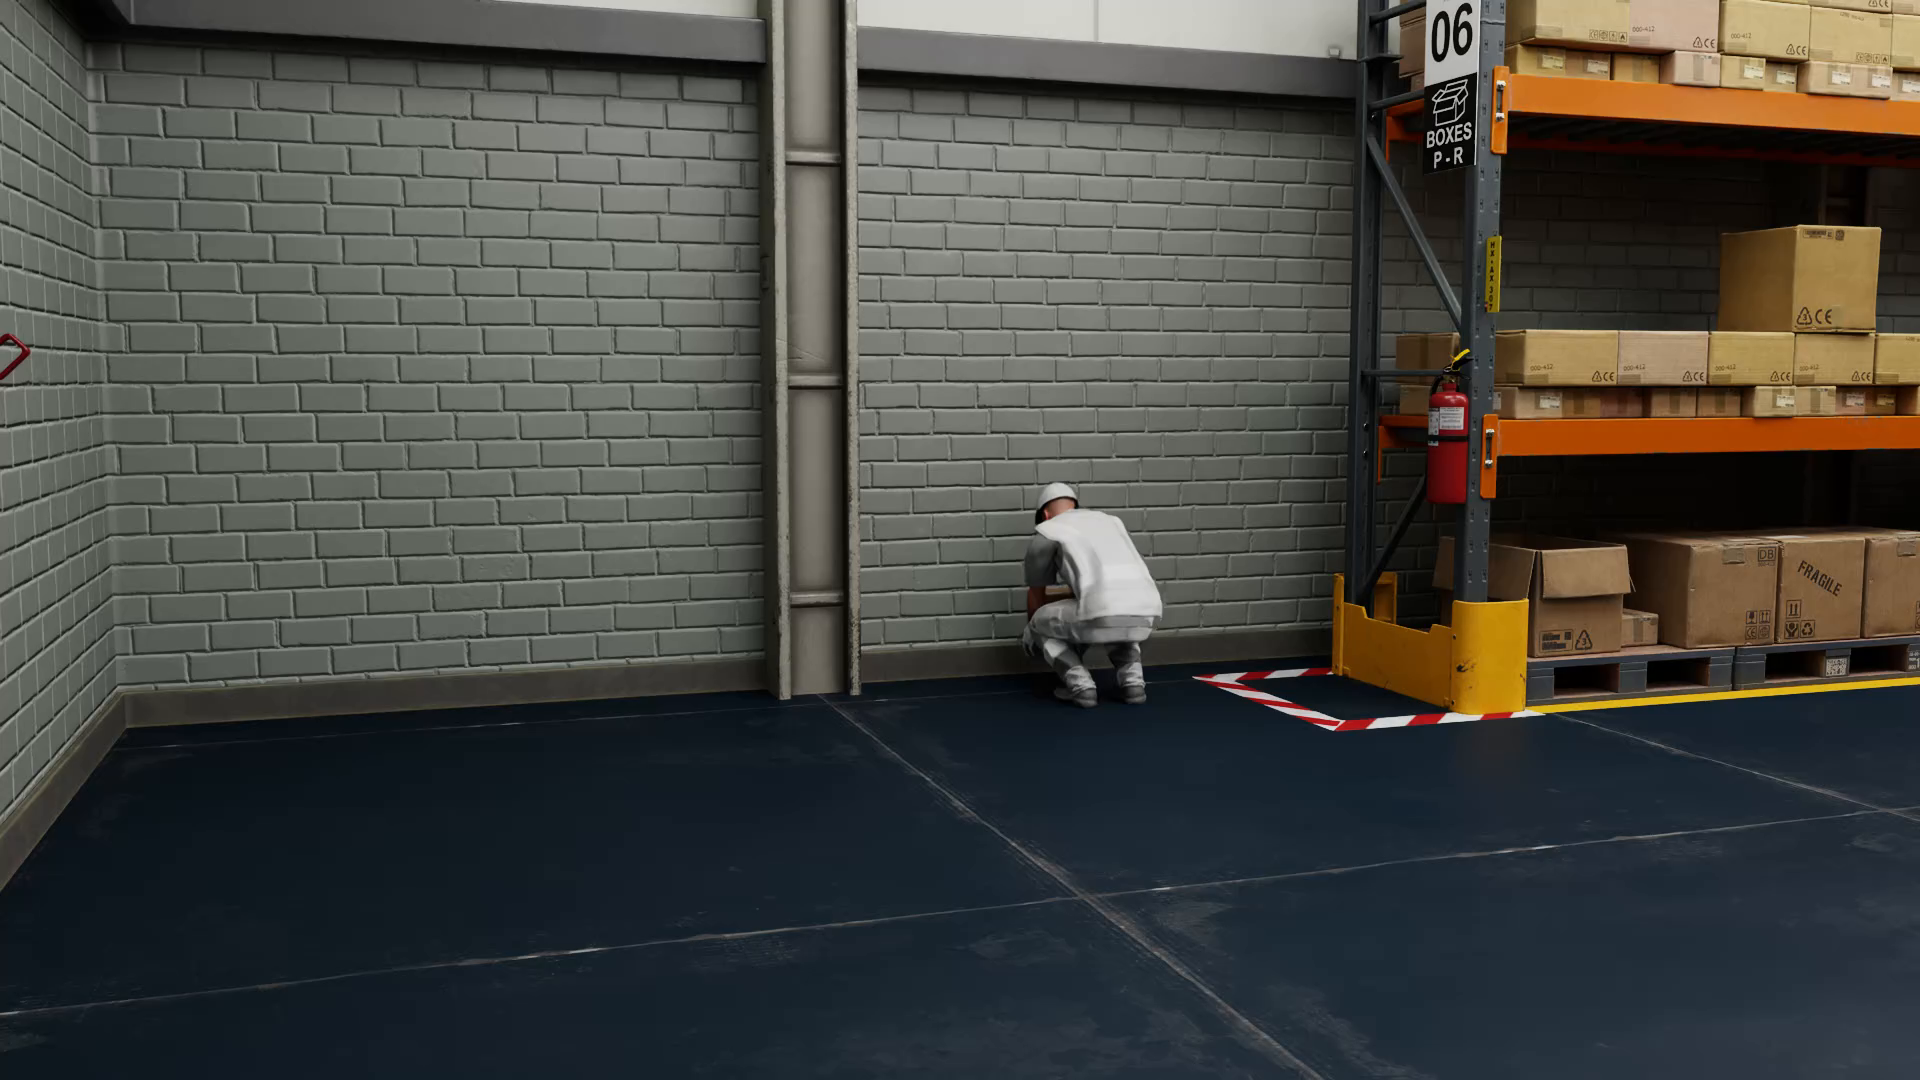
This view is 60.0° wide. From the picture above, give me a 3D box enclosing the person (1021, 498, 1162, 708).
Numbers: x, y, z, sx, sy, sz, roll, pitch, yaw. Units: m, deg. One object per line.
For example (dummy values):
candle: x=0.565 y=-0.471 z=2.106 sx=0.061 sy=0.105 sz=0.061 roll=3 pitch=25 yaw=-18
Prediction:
person: x=0.601 y=0.258 z=7.785 sx=0.533 sy=0.962 sz=0.890 roll=-2 pitch=6 yaw=-20
